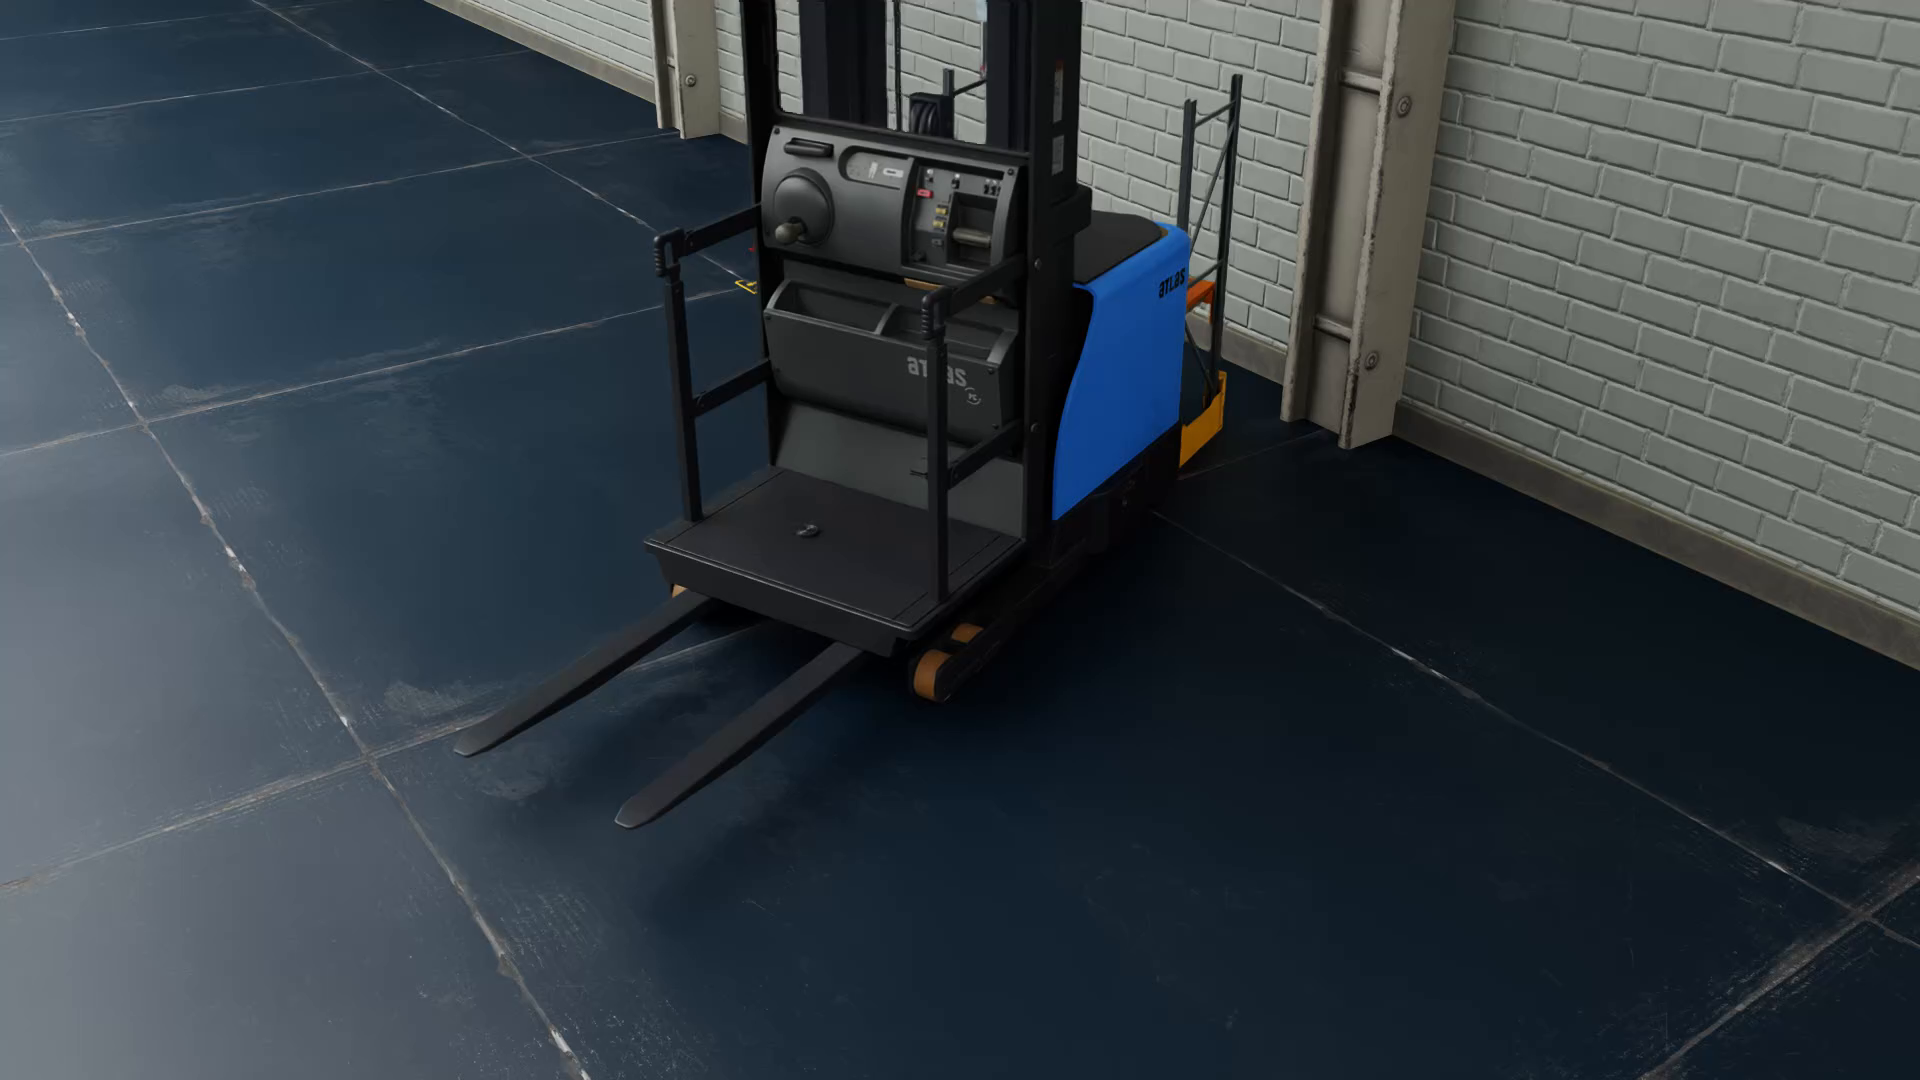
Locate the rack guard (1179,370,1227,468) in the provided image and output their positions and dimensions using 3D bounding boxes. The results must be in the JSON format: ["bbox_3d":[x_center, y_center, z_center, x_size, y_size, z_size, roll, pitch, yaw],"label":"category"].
[{"bbox_3d":[0.953,-0.487,6.885,0.087,0.250,0.587,15,32,26],"label":"rack guard"}]

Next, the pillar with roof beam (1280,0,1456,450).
[{"bbox_3d":[-1.881,-3.258,2.820,9.100,9.000,0.400,-19,34,-31],"label":"pillar with roof beam"}]

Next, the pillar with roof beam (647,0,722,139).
[{"bbox_3d":[-5.361,-5.591,7.115,9.100,9.000,0.400,-19,34,-31],"label":"pillar with roof beam"}]

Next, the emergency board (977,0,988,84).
[{"bbox_3d":[0.224,-2.785,8.235,0.194,1.169,0.643,-19,34,-31],"label":"emergency board"}]

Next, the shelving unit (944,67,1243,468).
[{"bbox_3d":[0.521,-1.155,6.805,1.083,1.500,0.587,15,32,26],"label":"shelving unit"}]

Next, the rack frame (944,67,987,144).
[{"bbox_3d":[0.073,-1.278,7.032,0.032,1.500,0.500,15,32,26],"label":"rack frame"}]

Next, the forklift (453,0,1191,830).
[{"bbox_3d":[-0.345,-1.027,5.069,1.130,2.935,3.031,17,33,28],"label":"forklift"}]

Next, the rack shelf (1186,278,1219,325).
[{"bbox_3d":[0.513,-0.999,6.895,1.000,0.185,0.538,15,32,26],"label":"rack shelf"}]

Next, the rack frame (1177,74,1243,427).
[{"bbox_3d":[0.954,-1.036,6.586,0.032,1.500,0.500,15,32,26],"label":"rack frame"}]

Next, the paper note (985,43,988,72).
[{"bbox_3d":[0.177,-2.486,8.607,0.016,0.148,0.142,-19,34,-31],"label":"paper note"}]
